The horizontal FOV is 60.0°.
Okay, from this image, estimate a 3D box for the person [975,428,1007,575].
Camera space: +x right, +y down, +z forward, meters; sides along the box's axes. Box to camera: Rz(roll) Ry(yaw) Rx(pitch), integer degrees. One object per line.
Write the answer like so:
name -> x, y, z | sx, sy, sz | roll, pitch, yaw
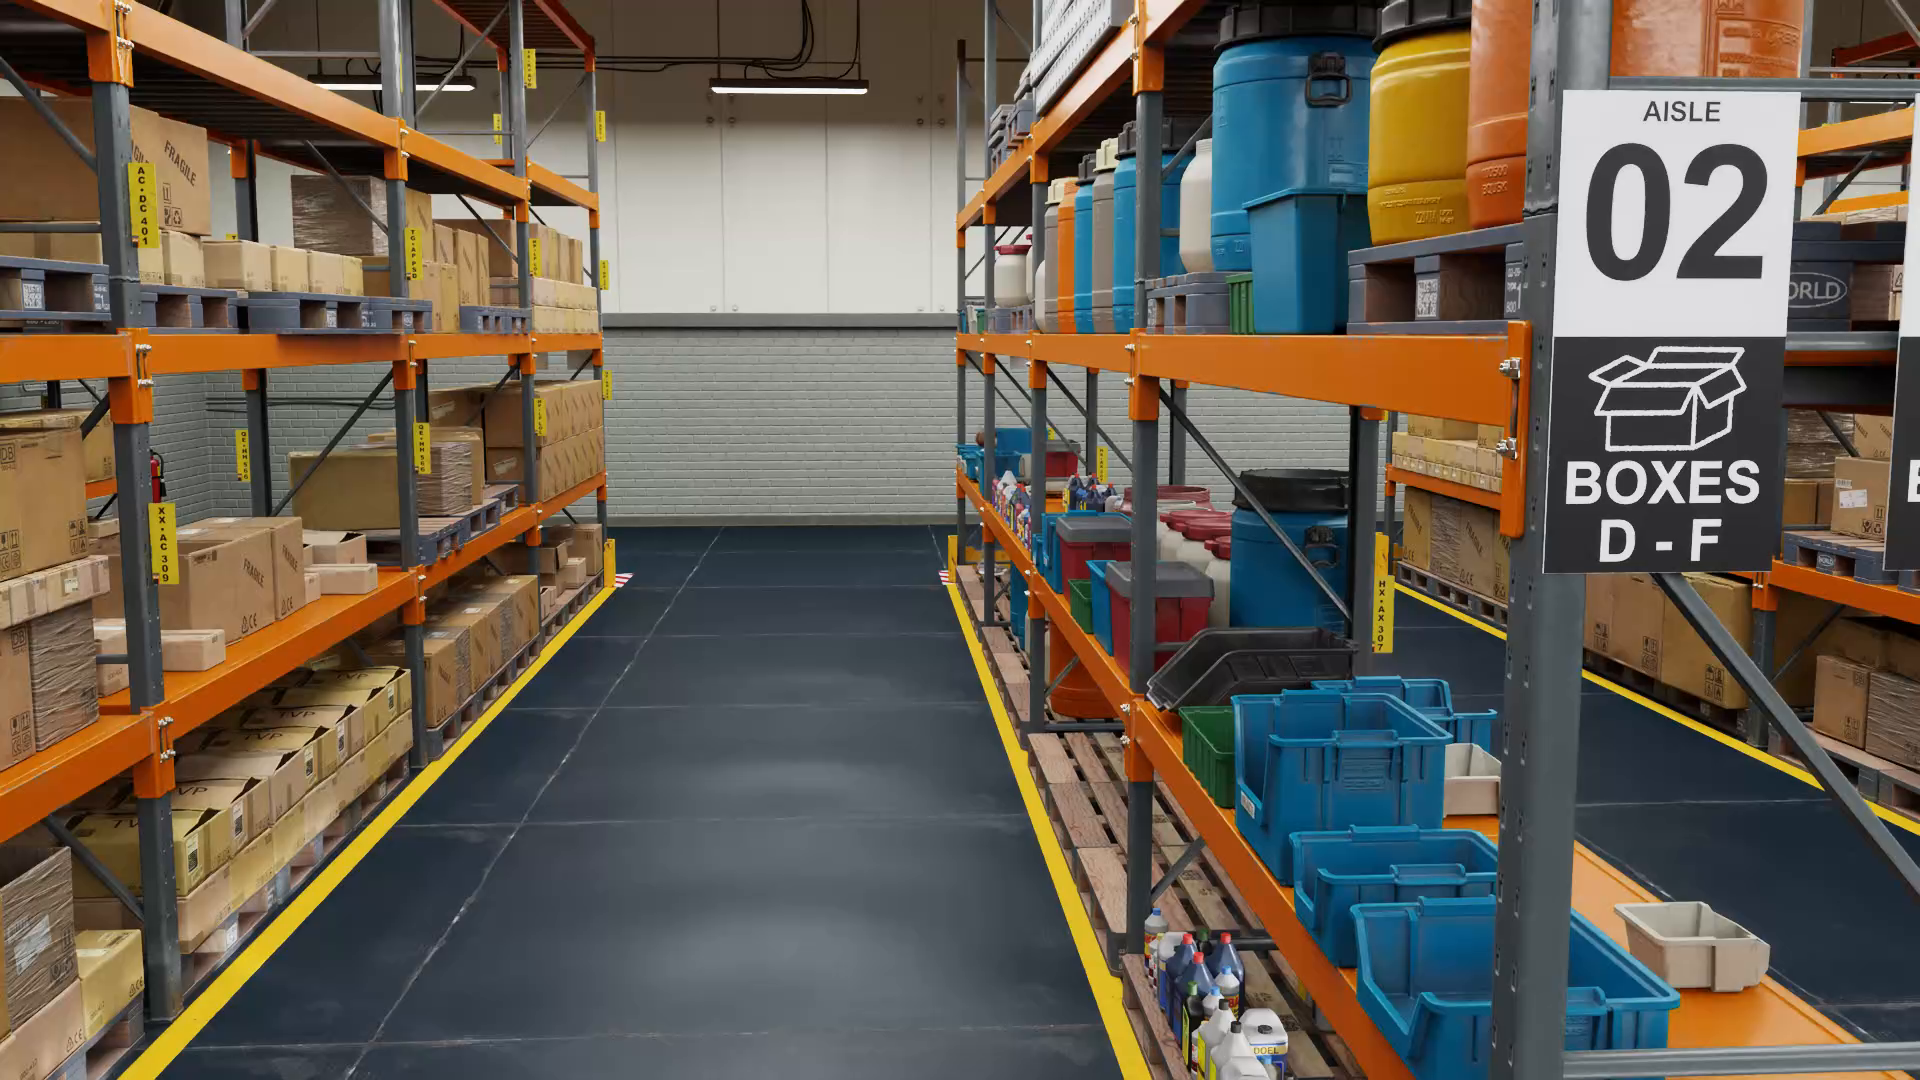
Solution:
person -> 0.414, -0.422, 18.028 | 0.492, 1.589, 0.405 | 1, 7, 9
